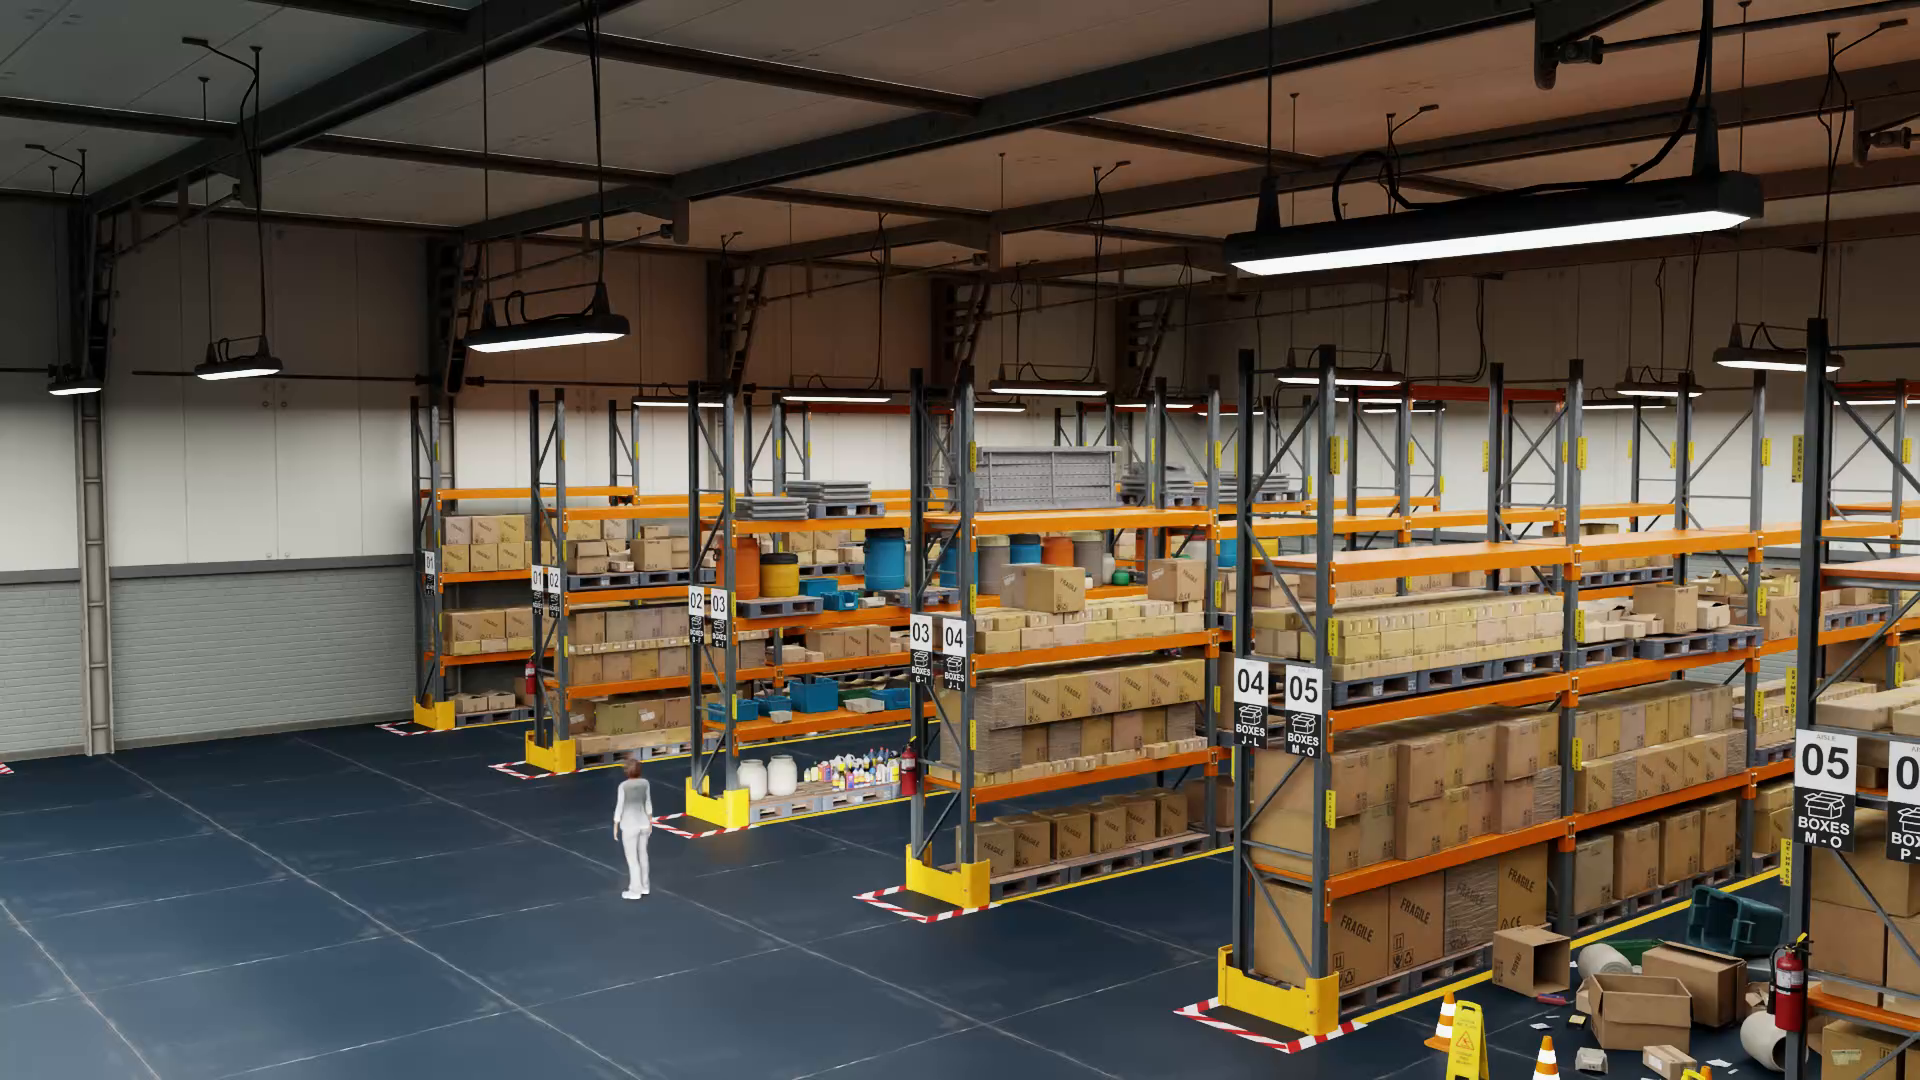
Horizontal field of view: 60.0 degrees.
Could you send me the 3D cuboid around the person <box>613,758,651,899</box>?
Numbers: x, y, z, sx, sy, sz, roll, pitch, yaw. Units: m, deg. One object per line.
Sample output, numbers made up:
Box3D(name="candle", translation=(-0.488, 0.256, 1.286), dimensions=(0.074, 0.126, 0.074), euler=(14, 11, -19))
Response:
Box3D(name="person", translation=(-3.711, 3.258, 18.837), dimensions=(0.377, 1.602, 0.467), euler=(3, 4, 37))
